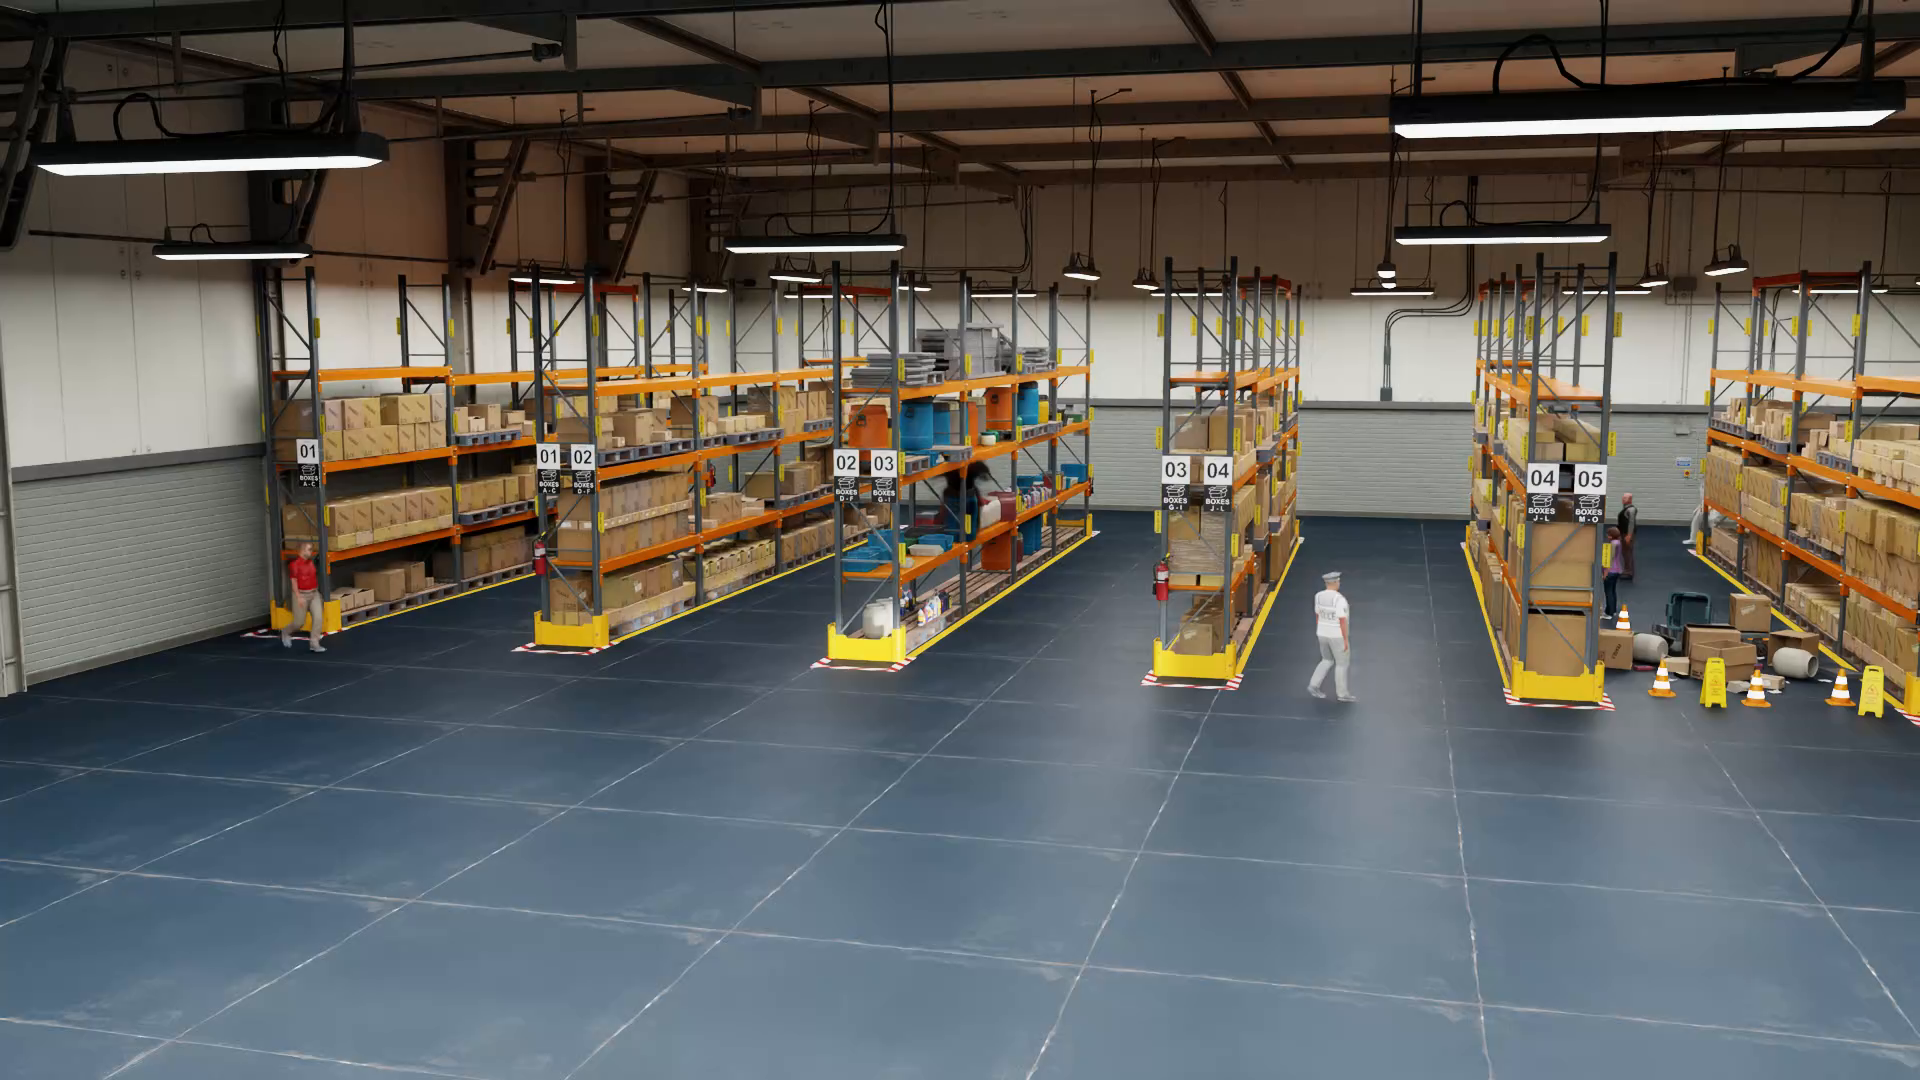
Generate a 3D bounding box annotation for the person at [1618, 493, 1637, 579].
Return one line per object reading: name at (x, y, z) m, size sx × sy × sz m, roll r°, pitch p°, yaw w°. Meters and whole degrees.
person at (13.413, -0.092, 33.446) m, size 0.372 × 1.725 × 0.573 m, roll 3°, pitch 8°, yaw 20°

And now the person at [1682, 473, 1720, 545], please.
person at (17.259, -0.735, 38.394) m, size 0.996 × 1.736 × 0.626 m, roll 1°, pitch 7°, yaw 7°

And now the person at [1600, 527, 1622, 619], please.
person at (11.253, 0.561, 28.843) m, size 0.473 × 1.602 × 0.422 m, roll -6°, pitch 10°, yaw -40°

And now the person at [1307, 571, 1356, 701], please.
person at (5.073, 1.307, 22.456) m, size 0.570 × 1.770 × 0.556 m, roll -5°, pitch 9°, yaw -34°

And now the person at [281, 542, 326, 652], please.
person at (-10.211, 0.877, 25.825) m, size 0.751 × 1.691 × 0.503 m, roll 5°, pitch 9°, yaw 36°
